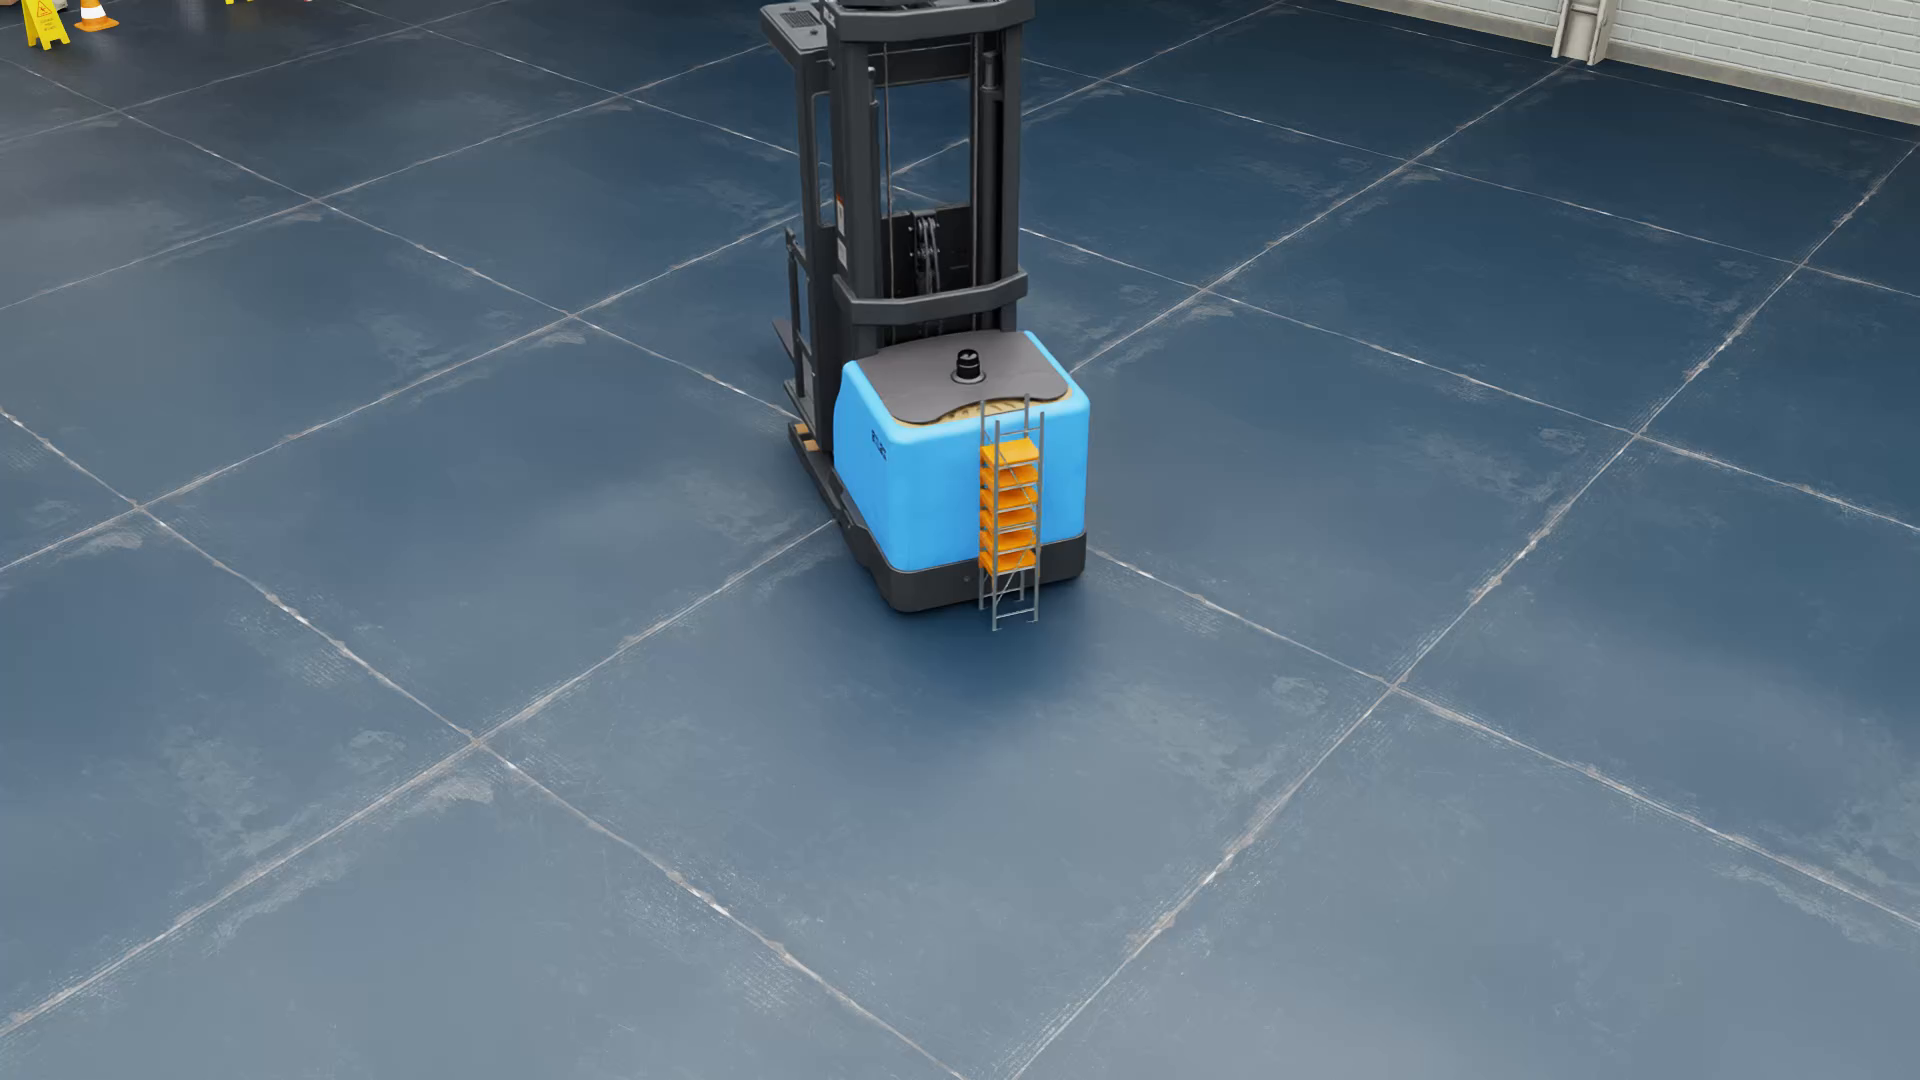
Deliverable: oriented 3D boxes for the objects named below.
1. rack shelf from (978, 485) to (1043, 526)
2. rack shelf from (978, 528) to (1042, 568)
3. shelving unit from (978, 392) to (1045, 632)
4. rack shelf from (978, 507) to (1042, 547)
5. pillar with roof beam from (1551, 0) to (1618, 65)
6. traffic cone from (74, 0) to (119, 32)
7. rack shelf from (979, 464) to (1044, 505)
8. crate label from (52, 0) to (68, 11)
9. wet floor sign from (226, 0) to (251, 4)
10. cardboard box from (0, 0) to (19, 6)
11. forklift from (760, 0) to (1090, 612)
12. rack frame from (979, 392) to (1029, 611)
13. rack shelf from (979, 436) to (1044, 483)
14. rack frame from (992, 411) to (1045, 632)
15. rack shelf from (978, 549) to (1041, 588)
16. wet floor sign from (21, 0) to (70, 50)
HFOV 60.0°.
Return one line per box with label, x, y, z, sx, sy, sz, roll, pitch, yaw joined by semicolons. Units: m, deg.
rack shelf;0.240;-0.179;7.899;0.258;0.103;0.180;-12;36;-16
rack shelf;0.240;0.019;8.035;0.258;0.103;0.180;-12;36;-16
shelving unit;0.240;-0.117;7.942;0.258;1.200;0.189;-12;36;-16
rack shelf;0.240;-0.080;7.967;0.258;0.103;0.180;-12;36;-16
pillar with roof beam;2.940;-6.286;10.036;0.400;9.000;9.100;25;42;32
traffic cone;-8.347;-5.170;15.951;0.334;0.463;0.336;25;42;32
rack shelf;0.240;-0.278;7.831;0.258;0.103;0.180;-12;36;-16
crate label;-8.991;-5.293;16.419;0.298;0.136;0.250;6;35;8
wet floor sign;-7.281;-5.722;16.594;0.267;0.644;0.232;-18;38;-25
cardboard box;-9.712;-5.733;16.735;0.637;0.503;0.797;0;34;0
forklift;-0.344;-1.683;8.693;1.130;2.935;3.031;-12;36;-16
rack frame;0.208;-0.165;8.013;0.240;1.200;0.006;-12;36;-16
rack shelf;0.240;-0.377;7.764;0.258;0.103;0.180;-12;36;-16
rack frame;0.271;-0.068;7.871;0.240;1.200;0.006;-12;36;-16
rack shelf;0.240;0.118;8.103;0.258;0.103;0.180;-12;36;-16
wet floor sign;-8.543;-4.917;15.422;0.232;0.644;0.267;18;38;24
